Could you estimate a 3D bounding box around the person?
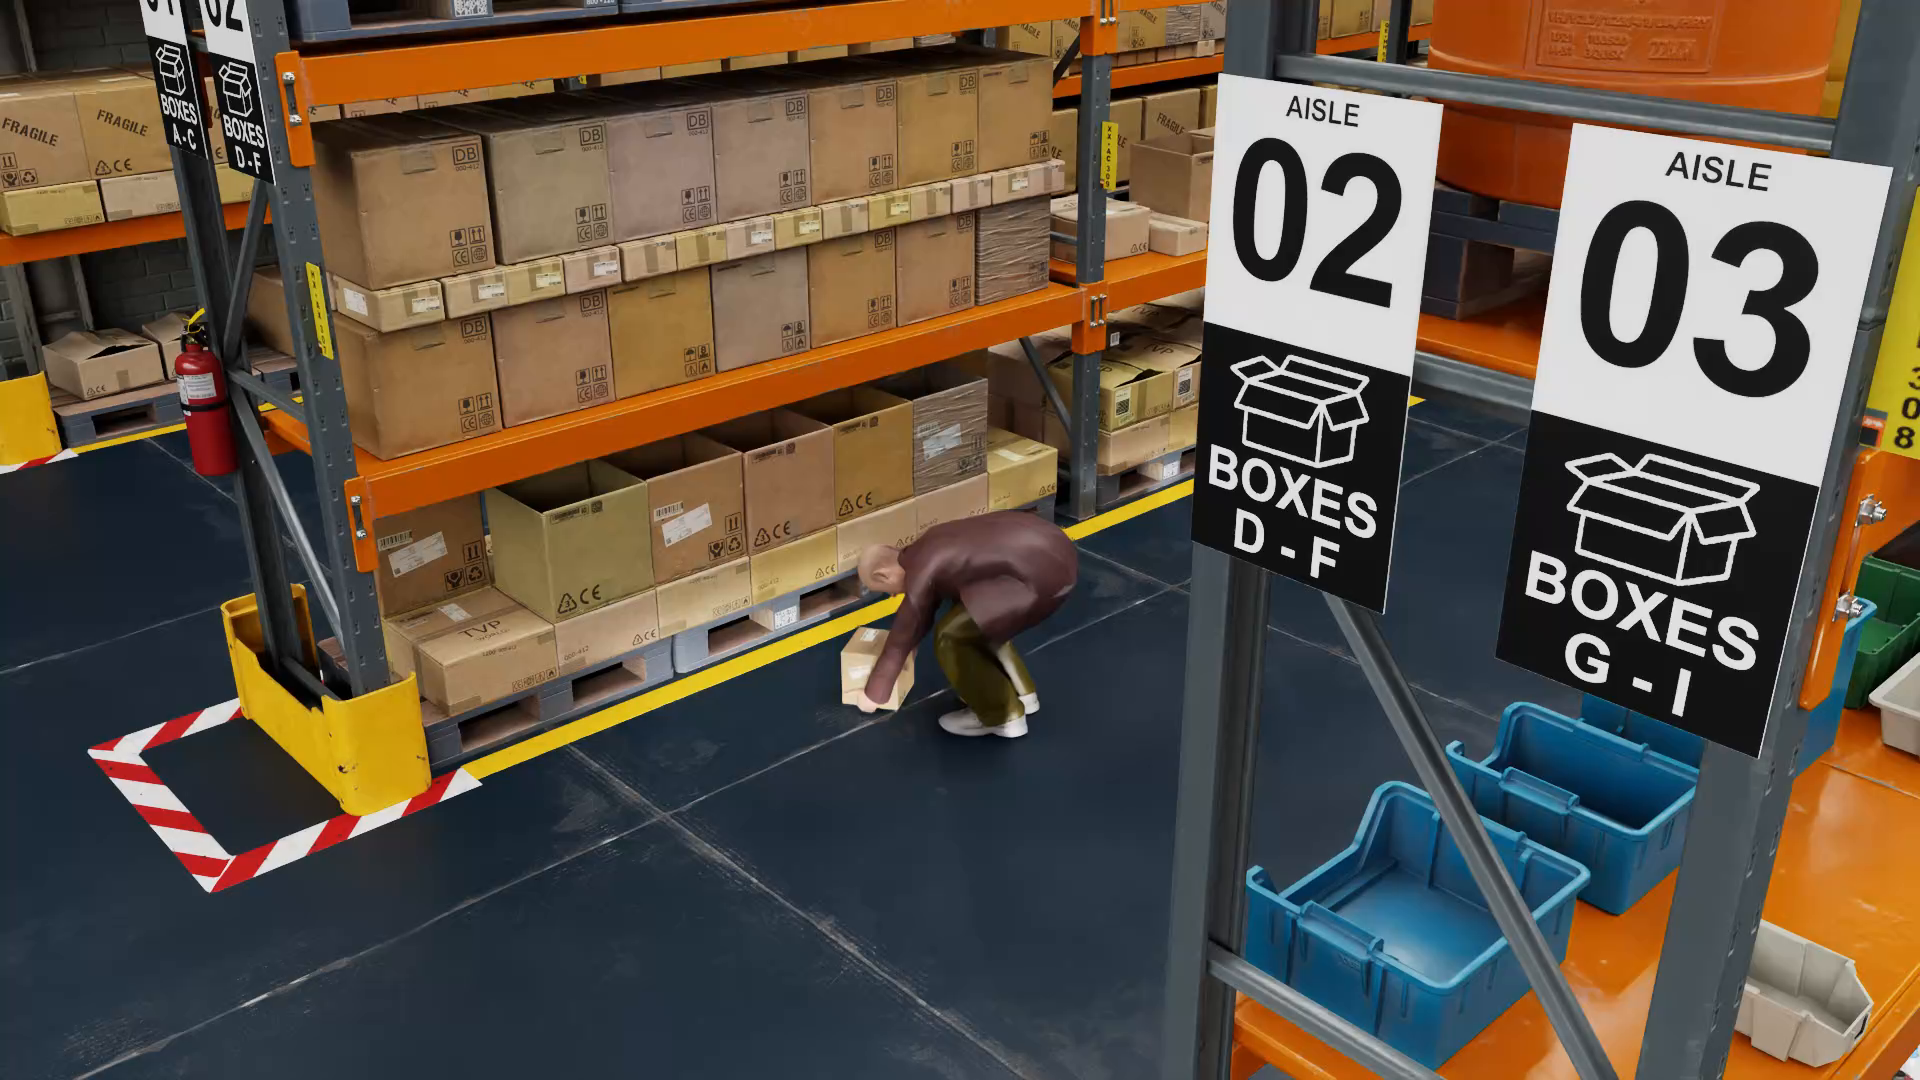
[{"bbox_3d":[-0.002,0.326,6.930,0.996,0.940,0.584,5,25,11],"label":"person"}]
